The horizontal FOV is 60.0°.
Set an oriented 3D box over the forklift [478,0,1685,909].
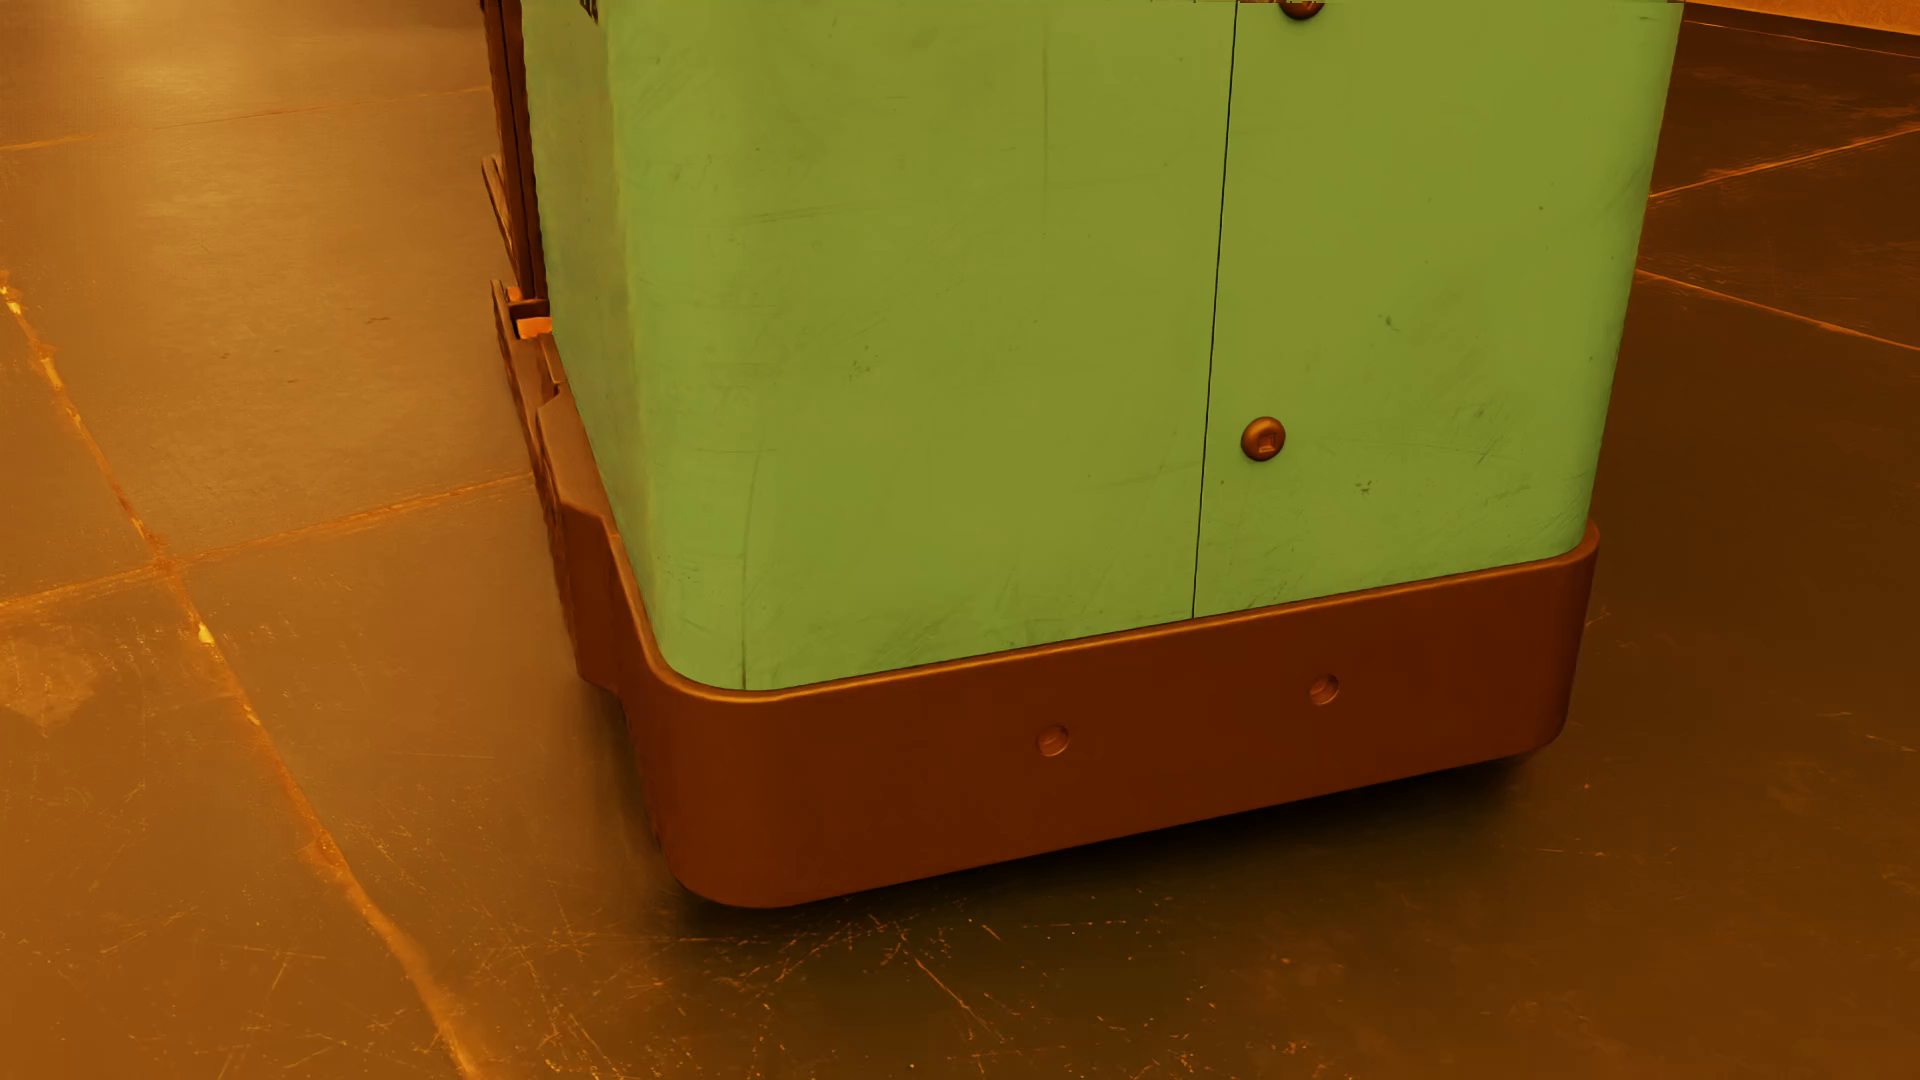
[{"bbox_3d":[-0.243,-1.591,2.403,1.130,2.935,3.031,-8,28,-16],"label":"forklift"}]
